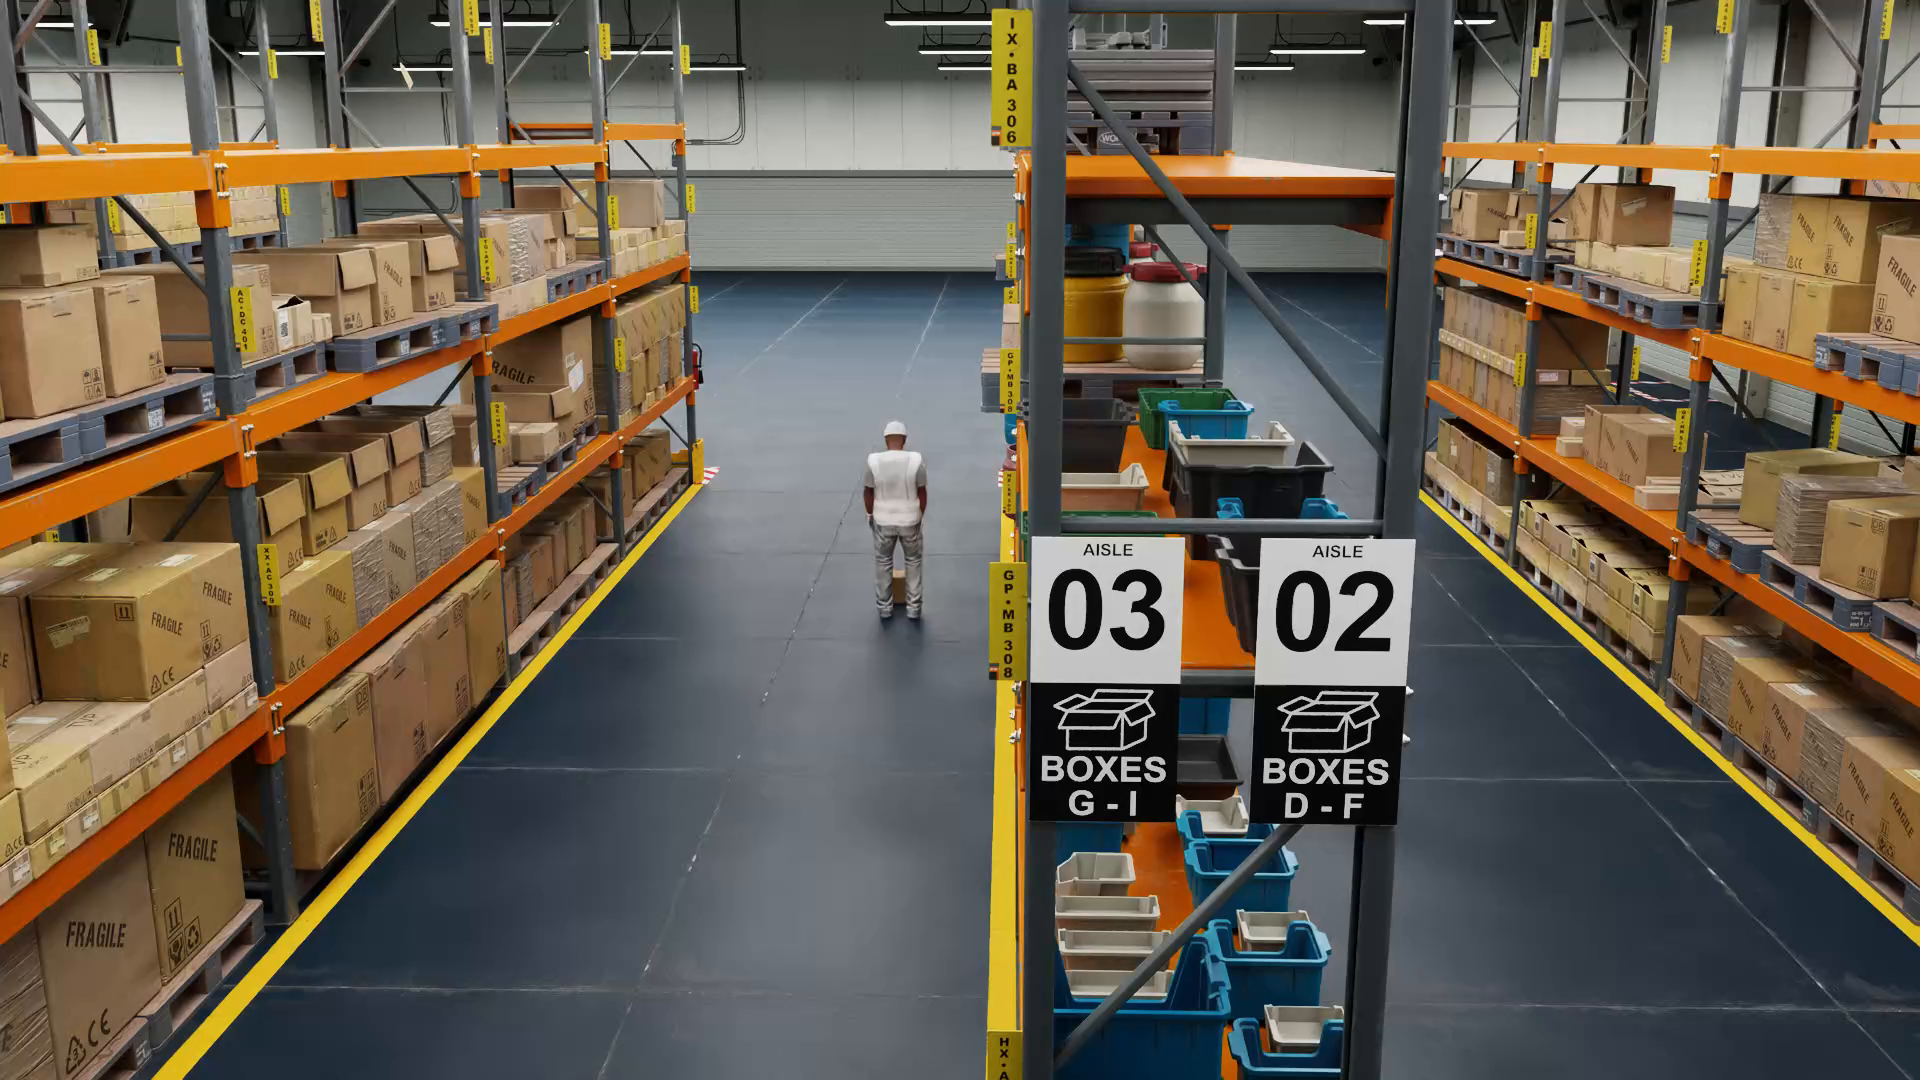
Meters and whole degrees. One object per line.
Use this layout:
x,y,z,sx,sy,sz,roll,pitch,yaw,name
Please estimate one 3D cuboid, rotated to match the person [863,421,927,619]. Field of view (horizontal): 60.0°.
-0.571,-0.176,14.756,0.566,1.749,0.427,1,14,3,person
